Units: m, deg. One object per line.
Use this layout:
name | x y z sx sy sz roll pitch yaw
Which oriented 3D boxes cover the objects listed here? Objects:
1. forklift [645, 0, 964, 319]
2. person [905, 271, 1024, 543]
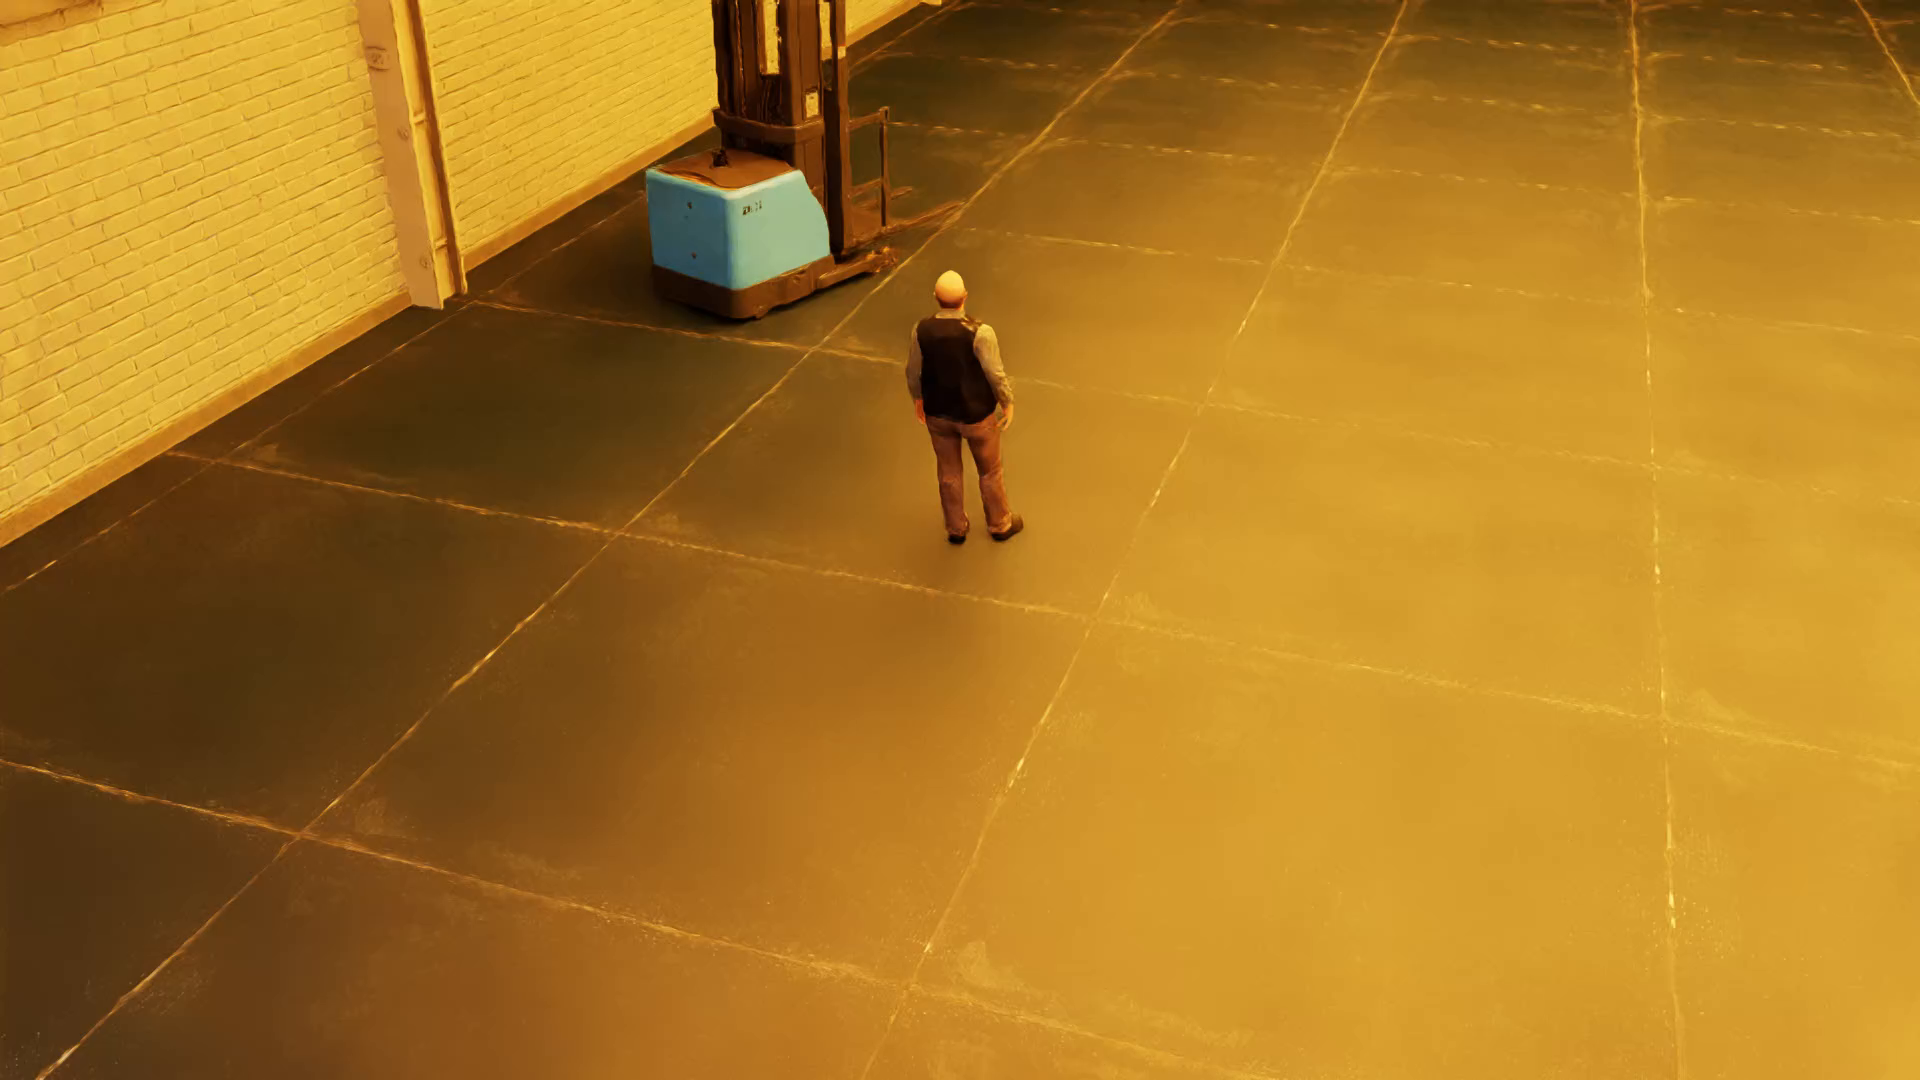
forklift | -1.174 -3.664 13.564 1.130 2.935 3.031 22 36 33
person | 0.028 -0.782 9.715 0.632 1.720 0.567 10 31 16
